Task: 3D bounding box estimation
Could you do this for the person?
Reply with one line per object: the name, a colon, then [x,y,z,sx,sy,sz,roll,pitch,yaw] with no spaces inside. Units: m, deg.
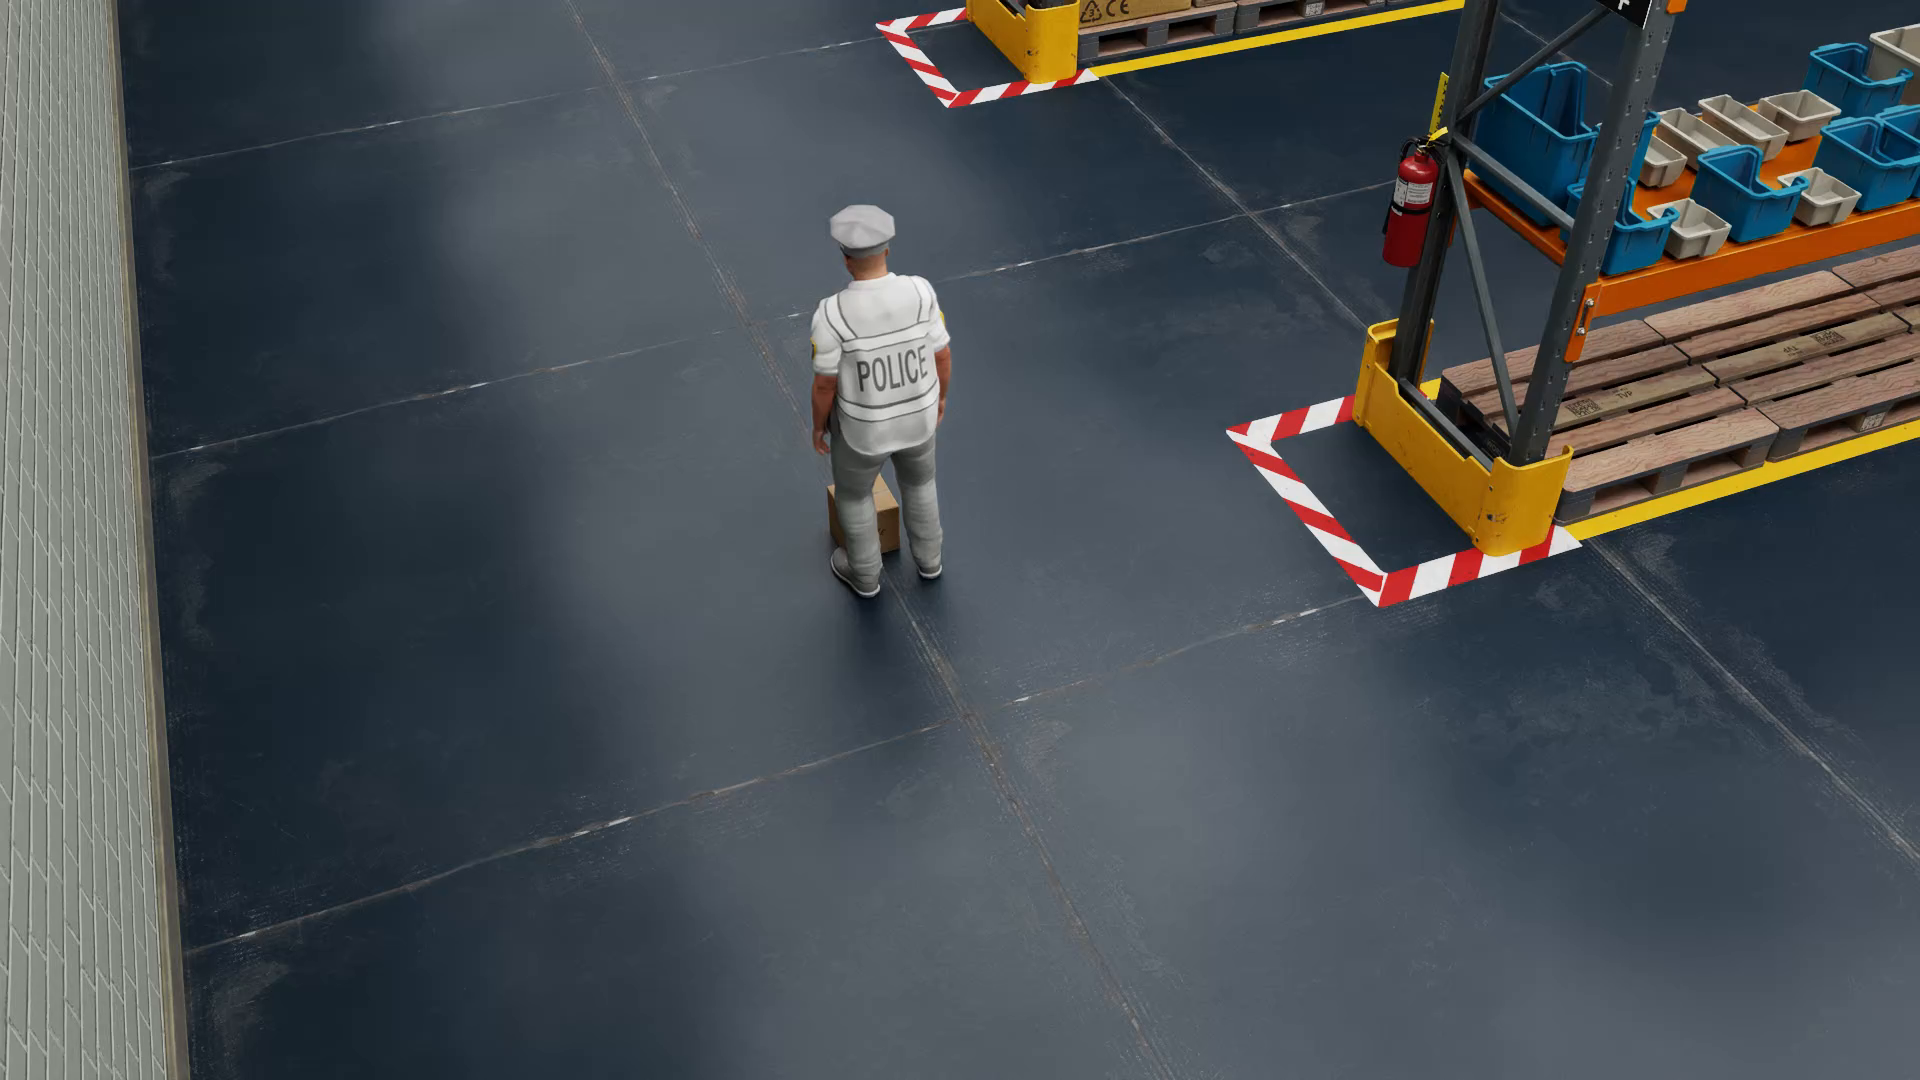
person: [-0.312,-0.498,6.716,0.586,1.748,0.438,-15,44,-16]
